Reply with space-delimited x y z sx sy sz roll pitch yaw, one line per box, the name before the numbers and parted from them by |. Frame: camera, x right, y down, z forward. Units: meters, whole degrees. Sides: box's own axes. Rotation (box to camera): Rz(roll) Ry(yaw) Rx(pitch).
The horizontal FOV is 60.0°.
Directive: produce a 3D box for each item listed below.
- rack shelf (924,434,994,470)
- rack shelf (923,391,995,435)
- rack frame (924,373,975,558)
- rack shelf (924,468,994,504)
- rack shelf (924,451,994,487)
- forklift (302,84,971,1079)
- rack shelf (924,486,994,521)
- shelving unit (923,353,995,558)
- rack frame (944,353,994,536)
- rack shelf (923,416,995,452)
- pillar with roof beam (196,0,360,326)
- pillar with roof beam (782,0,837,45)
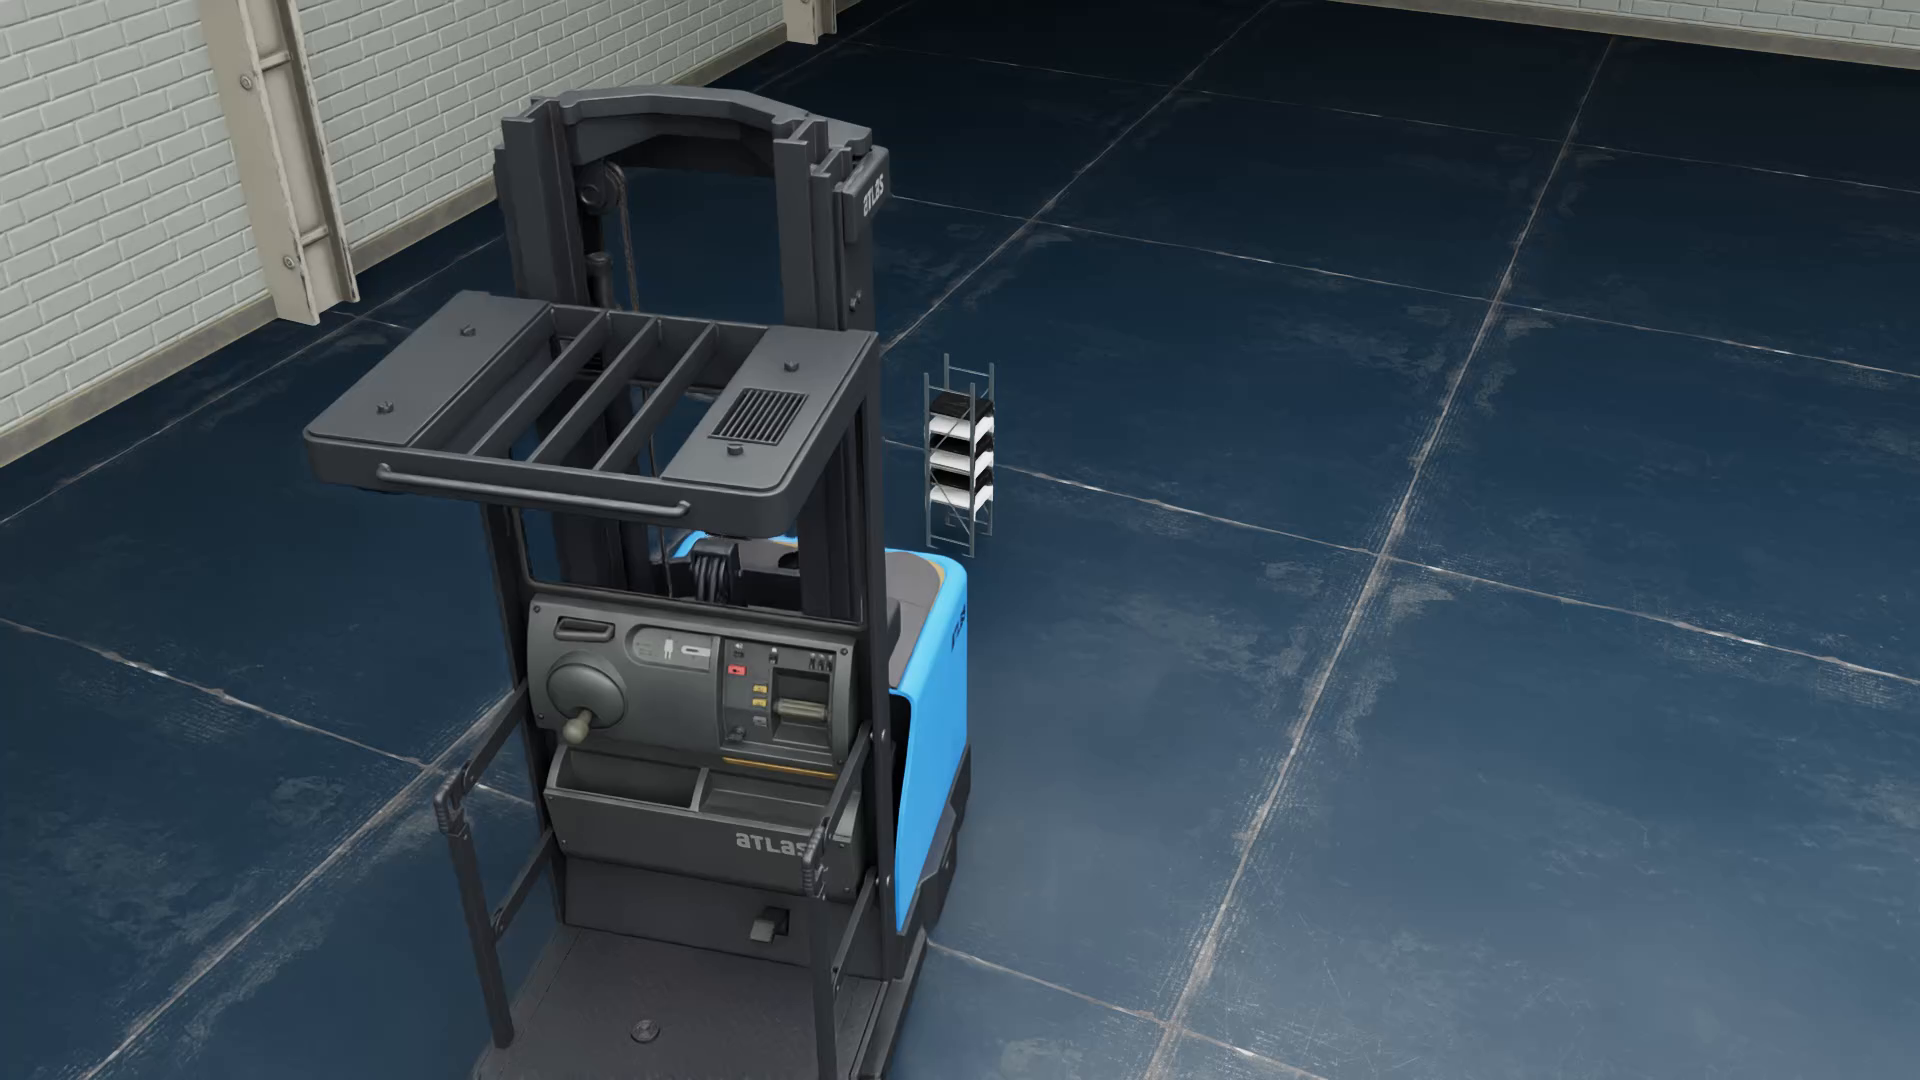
rack shelf | -0.003 -0.420 7.466 0.258 0.077 0.200 14 36 20
rack shelf | -0.003 -0.570 7.367 0.258 0.077 0.200 14 36 20
rack frame | -0.046 -0.322 7.420 0.240 0.900 0.006 14 36 20
rack shelf | -0.003 -0.269 7.565 0.258 0.077 0.200 14 36 20
rack shelf | -0.003 -0.344 7.515 0.258 0.077 0.200 14 36 20
forklift | -0.789 0.459 4.377 1.130 2.935 3.031 7 34 11
rack shelf | -0.003 -0.194 7.614 0.258 0.077 0.200 14 36 20
shelving unit | -0.003 -0.372 7.497 0.258 0.900 0.210 14 36 20
rack frame | 0.039 -0.423 7.574 0.240 0.900 0.006 14 36 20
rack shelf | -0.003 -0.495 7.417 0.258 0.077 0.200 14 36 20
pillar with roof beam | 0.106 -4.152 5.875 9.100 9.000 0.400 14 36 20
pillar with roof beam | 2.616 -7.140 10.432 9.100 9.000 0.400 14 36 20
